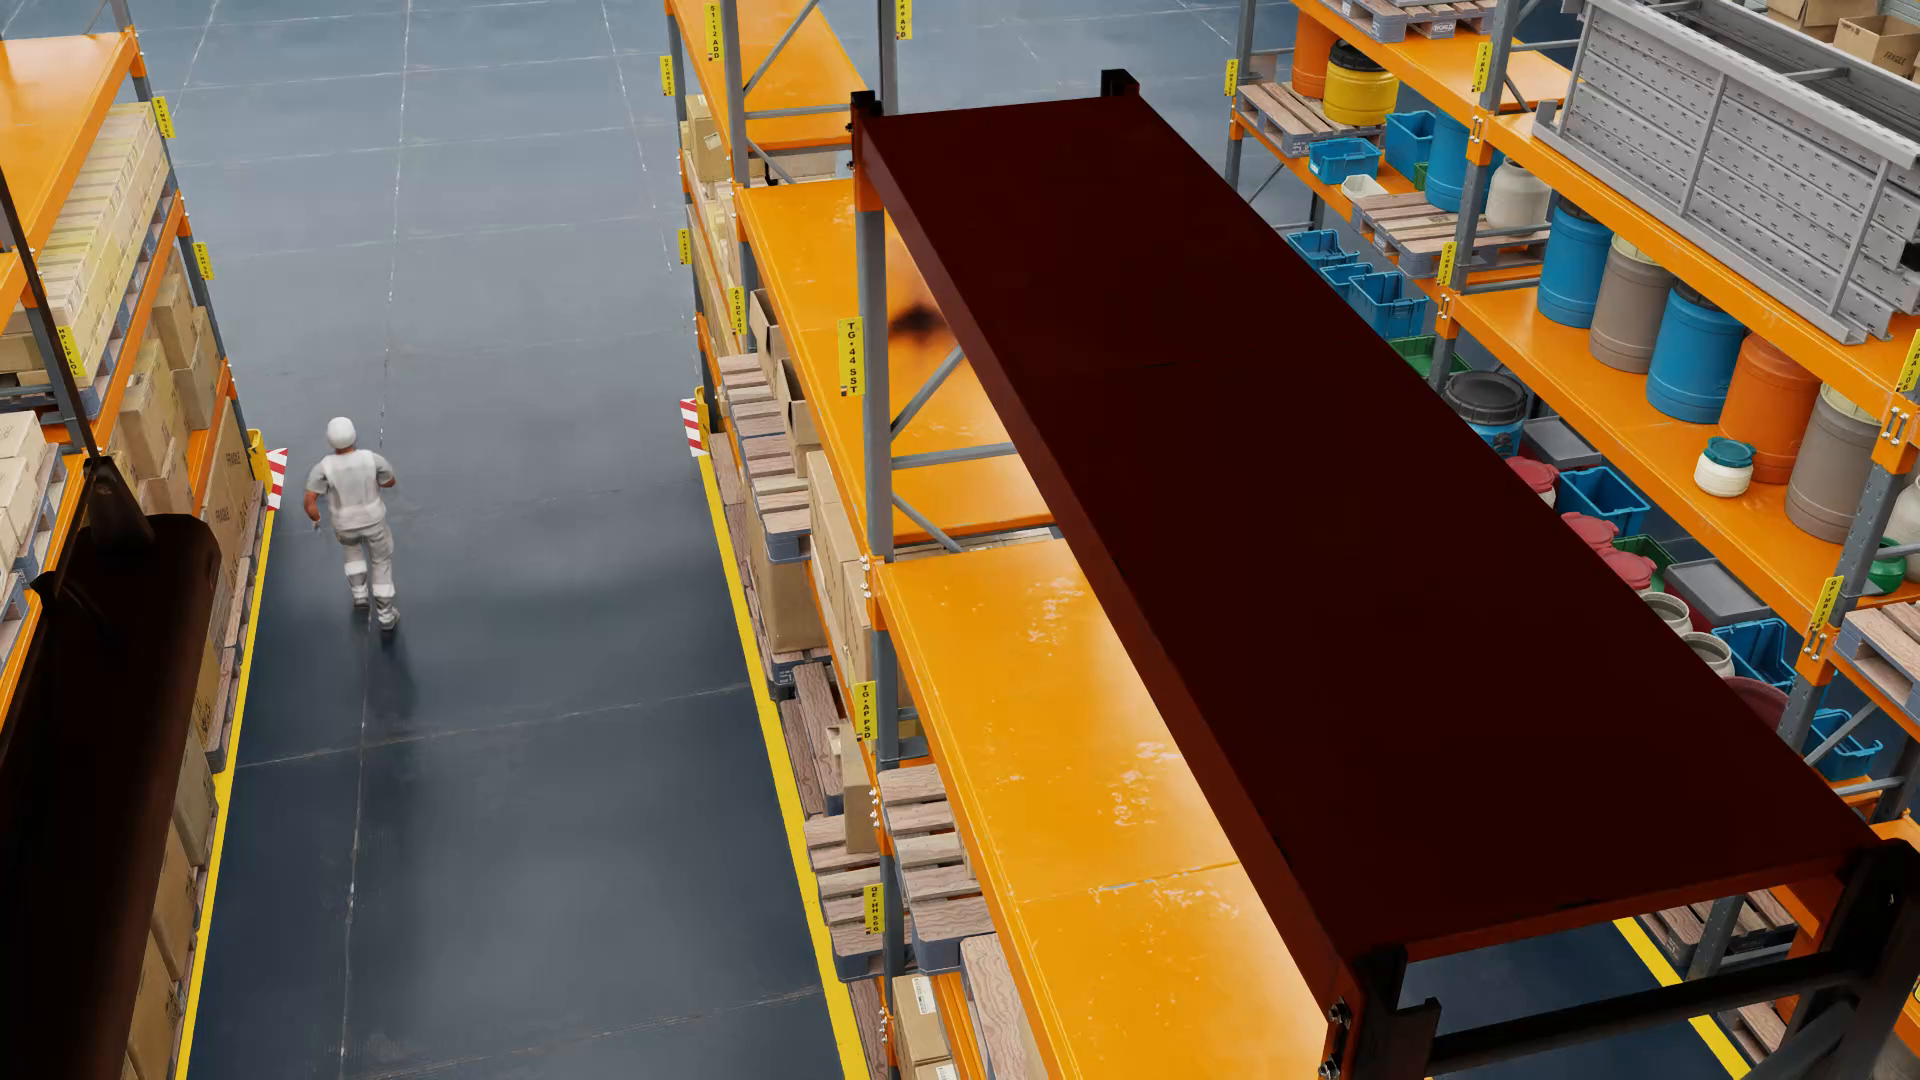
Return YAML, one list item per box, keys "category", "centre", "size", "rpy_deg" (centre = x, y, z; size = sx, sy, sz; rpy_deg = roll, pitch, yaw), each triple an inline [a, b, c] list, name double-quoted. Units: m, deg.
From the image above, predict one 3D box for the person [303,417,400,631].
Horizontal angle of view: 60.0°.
- category: "person"
  centre: [-4.601, -0.146, 12.734]
  size: [0.645, 1.820, 0.734]
  rpy_deg: [-9, 35, -13]
